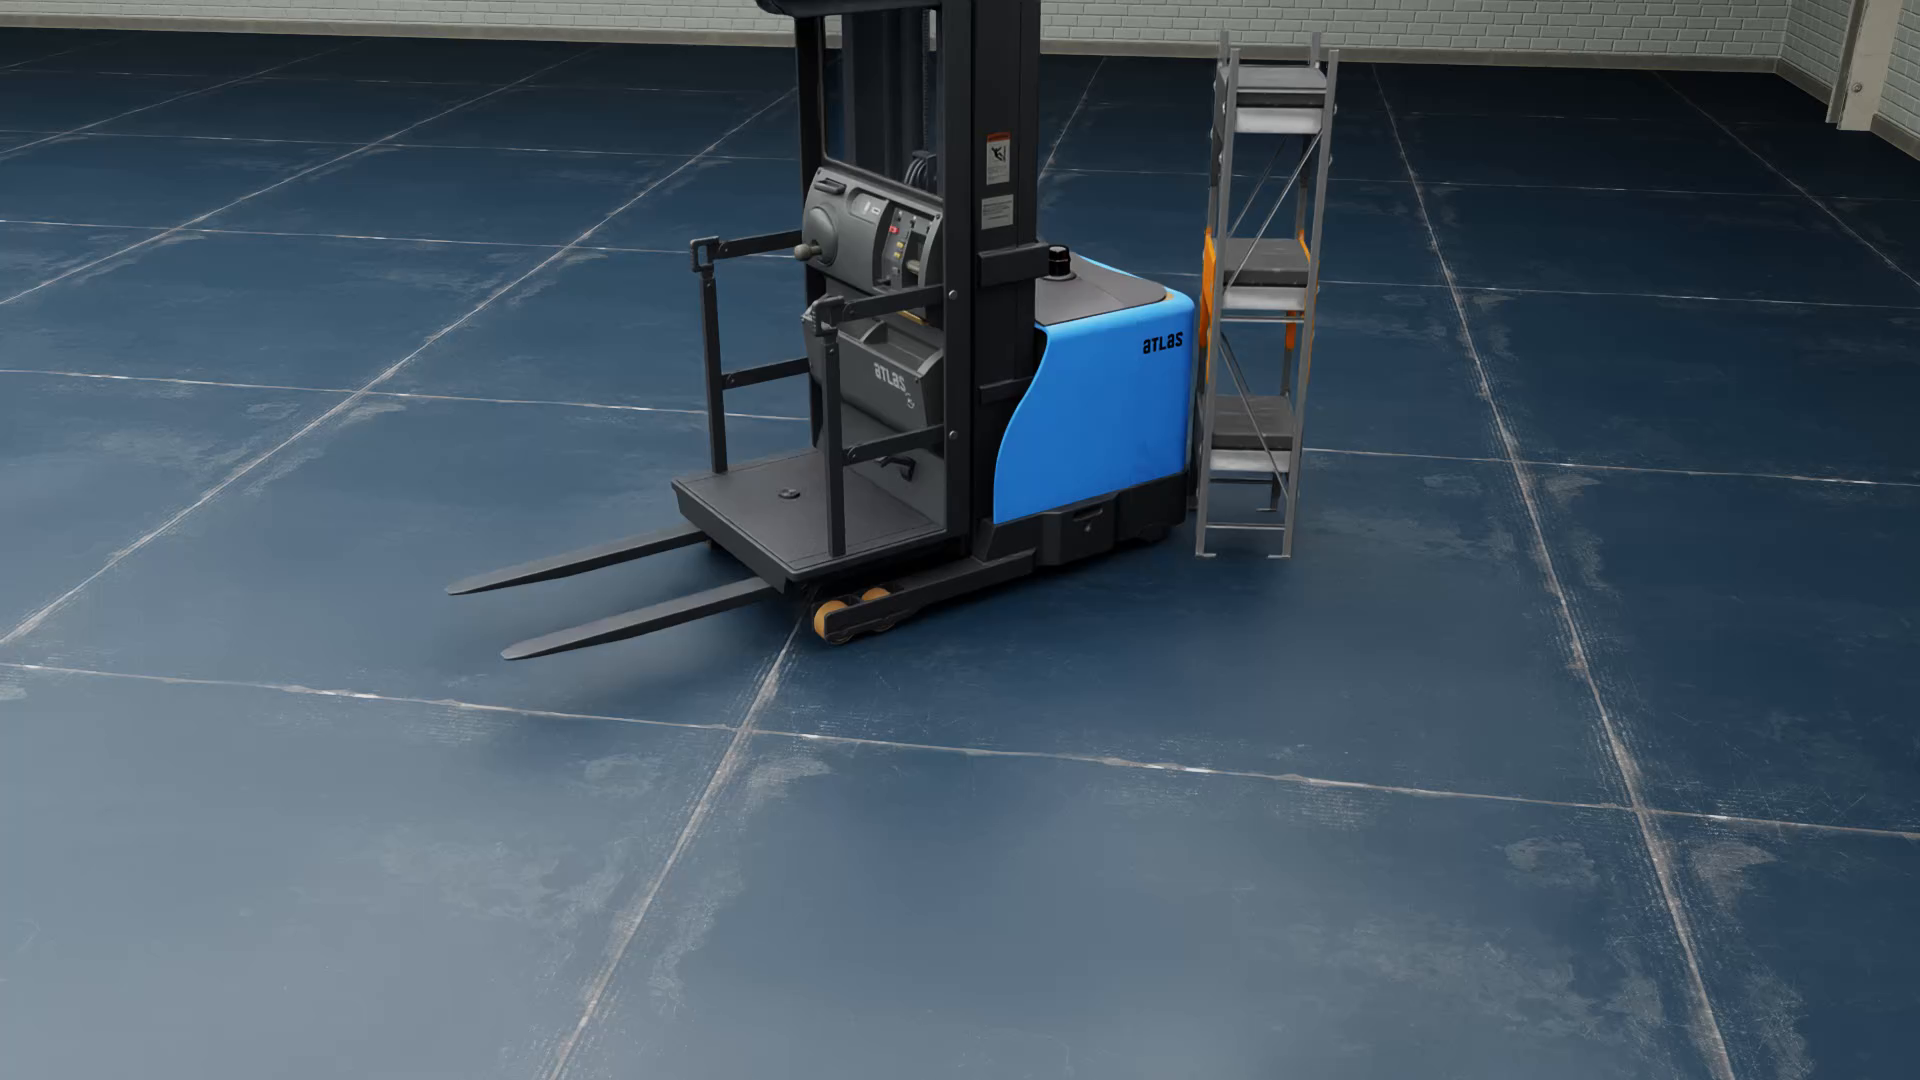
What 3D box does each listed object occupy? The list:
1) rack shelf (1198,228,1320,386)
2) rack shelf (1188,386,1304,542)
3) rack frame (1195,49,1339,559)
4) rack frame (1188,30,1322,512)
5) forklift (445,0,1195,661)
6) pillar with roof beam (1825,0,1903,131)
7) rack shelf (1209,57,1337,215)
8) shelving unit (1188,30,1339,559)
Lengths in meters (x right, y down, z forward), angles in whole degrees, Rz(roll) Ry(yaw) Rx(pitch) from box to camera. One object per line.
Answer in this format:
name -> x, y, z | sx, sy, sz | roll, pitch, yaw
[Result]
rack shelf -> 1.224, -0.969, 6.873 | 0.431, 0.518, 0.480 | 2, 25, 3
rack shelf -> 1.222, -0.335, 7.170 | 0.431, 0.518, 0.480 | 2, 25, 3
rack frame -> 1.208, -0.878, 6.647 | 0.400, 2.100, 0.015 | 2, 25, 3
rack frame -> 1.239, -1.084, 7.088 | 0.400, 2.100, 0.015 | 2, 25, 3
forklift -> -0.519, -1.180, 6.314 | 3.031, 2.935, 1.130 | -16, 29, -30
pillar with roof beam -> 4.035, -8.229, 14.216 | 9.100, 9.000, 0.400 | 4, 25, 9
rack shelf -> 1.226, -1.603, 6.577 | 0.431, 0.518, 0.480 | 2, 25, 3
shelving unit -> 1.224, -0.981, 6.868 | 0.431, 2.100, 0.503 | 2, 25, 3
